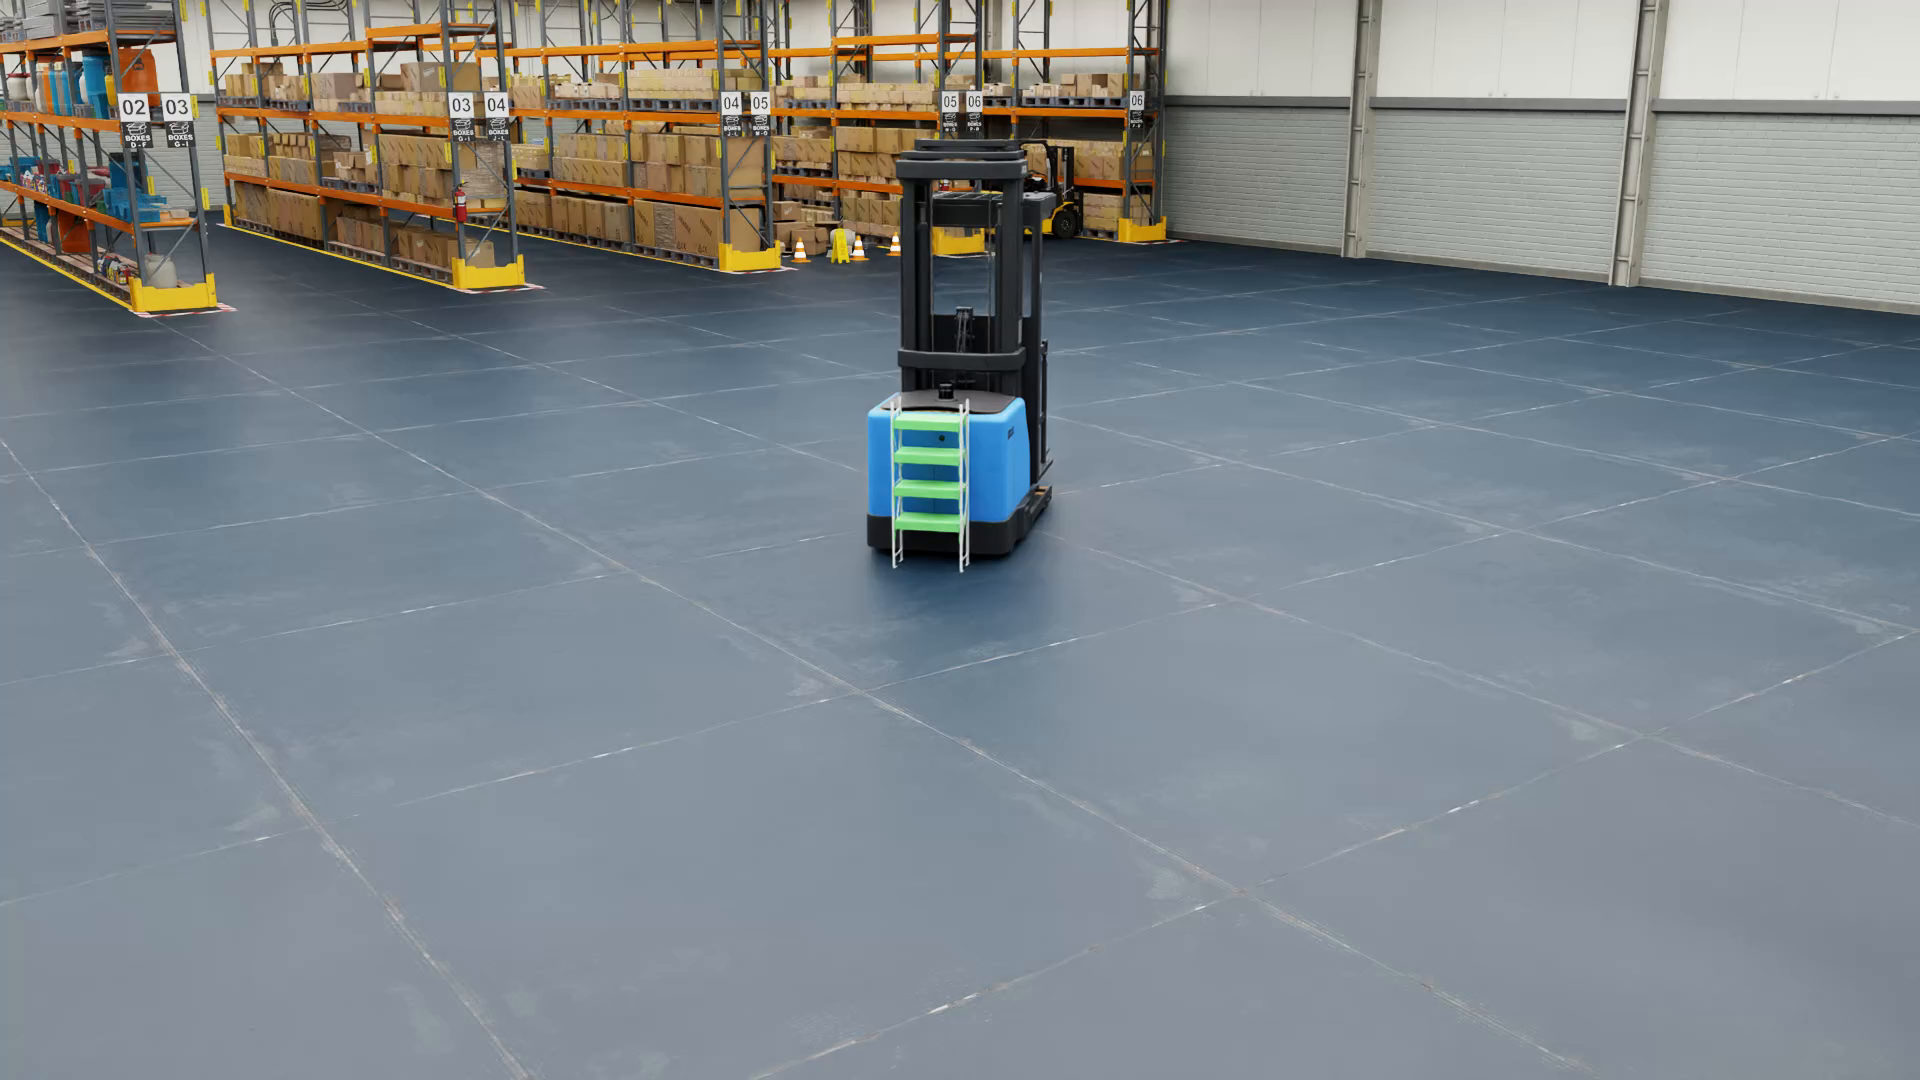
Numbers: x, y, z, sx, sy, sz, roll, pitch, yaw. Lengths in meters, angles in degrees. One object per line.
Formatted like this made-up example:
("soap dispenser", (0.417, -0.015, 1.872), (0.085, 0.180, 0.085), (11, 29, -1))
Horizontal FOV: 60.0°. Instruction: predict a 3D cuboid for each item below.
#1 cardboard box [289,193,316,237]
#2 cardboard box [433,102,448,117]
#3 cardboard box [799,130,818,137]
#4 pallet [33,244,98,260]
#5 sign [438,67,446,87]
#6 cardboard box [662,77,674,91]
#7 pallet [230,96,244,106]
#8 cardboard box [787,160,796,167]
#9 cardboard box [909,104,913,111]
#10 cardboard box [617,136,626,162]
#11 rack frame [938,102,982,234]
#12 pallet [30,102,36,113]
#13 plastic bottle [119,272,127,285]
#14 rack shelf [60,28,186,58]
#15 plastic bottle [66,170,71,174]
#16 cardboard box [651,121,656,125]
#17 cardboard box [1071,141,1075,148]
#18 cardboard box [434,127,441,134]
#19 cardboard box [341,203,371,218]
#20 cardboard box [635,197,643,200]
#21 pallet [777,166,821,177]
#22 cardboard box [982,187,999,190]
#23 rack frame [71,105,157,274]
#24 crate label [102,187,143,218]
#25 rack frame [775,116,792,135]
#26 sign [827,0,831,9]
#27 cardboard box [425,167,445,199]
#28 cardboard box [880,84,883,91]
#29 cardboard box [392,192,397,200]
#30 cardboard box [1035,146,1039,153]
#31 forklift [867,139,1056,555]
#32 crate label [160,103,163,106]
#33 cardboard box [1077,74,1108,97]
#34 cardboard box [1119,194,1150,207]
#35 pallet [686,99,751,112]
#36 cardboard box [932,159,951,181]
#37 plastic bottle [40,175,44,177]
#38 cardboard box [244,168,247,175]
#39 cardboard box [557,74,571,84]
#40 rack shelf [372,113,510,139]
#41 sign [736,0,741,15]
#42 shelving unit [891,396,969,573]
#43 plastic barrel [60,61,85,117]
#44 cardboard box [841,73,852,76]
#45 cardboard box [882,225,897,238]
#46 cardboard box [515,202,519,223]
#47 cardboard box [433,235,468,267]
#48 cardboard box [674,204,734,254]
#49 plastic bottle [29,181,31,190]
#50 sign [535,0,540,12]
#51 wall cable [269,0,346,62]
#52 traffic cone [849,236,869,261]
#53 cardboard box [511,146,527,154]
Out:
("cardboard box", (-13.622, -7.011, 35.737), (1.225, 0.875, 0.875), (-11, 19, -34))
("cardboard box", (-8.501, -7.220, 27.877), (0.500, 0.250, 0.500), (-10, 18, -33))
("cardboard box", (-3.509, -9.430, 38.573), (0.380, 0.149, 0.250), (-12, 19, -37))
("pallet", (-17.932, -5.799, 33.364), (1.003, 0.211, 1.213), (-11, 19, -35))
("sign", (-8.472, -7.574, 27.209), (0.100, 0.325, 0.005), (-11, 19, -35))
("cardboard box", (-5.338, -8.683, 31.671), (0.500, 0.250, 0.500), (-11, 19, -34))
("pallet", (-16.253, -10.185, 38.594), (1.003, 0.211, 1.213), (-11, 19, -35))
("cardboard box", (-3.748, -8.659, 38.213), (0.380, 0.149, 0.250), (-10, 18, -33))
("cardboard box", (-0.828, -8.853, 34.035), (0.380, 0.149, 0.250), (-11, 19, -34))
("cardboard box", (-6.589, -8.020, 34.114), (0.700, 0.500, 0.500), (-11, 19, -35))
("rack frame", (0.004, -7.321, 33.641), (1.000, 3.000, 0.127), (-11, 19, -35))
("pallet", (-17.092, -8.256, 31.735), (1.003, 0.211, 1.213), (-11, 19, -35))
("plastic bottle", (-13.452, -4.200, 26.708), (0.097, 0.201, 0.097), (0, 15, 0))
("rack shelf", (-13.194, -7.794, 26.128), (1.077, 0.370, 4.000), (-11, 19, -35))
("plastic bottle", (-18.160, -7.367, 33.905), (0.144, 0.351, 0.185), (-11, 19, -35))
("cardboard box", (-7.859, -10.922, 43.487), (0.380, 0.149, 0.250), (-11, 19, -35))
("cardboard box", (2.729, -8.967, 37.674), (0.380, 0.149, 0.250), (-11, 19, -34))
("cardboard box", (-12.997, -10.377, 42.163), (0.500, 0.500, 0.500), (-10, 18, -33))
("cardboard box", (-12.297, -6.720, 33.930), (0.500, 0.250, 0.500), (-10, 18, -32))
("cardboard box", (-8.389, -9.384, 45.239), (0.875, 0.438, 0.875), (-10, 18, -33))
("pallet", (-3.502, -8.520, 38.387), (1.003, 0.211, 1.213), (-11, 19, -35))
("cardboard box", (0.456, -8.440, 41.434), (0.875, 0.625, 0.625), (-12, 19, -37))
("rack frame", (-14.370, -5.868, 28.333), (1.000, 3.000, 0.127), (-11, 19, -35))
("crate label", (-13.319, -5.382, 26.490), (0.502, 0.435, 0.616), (-11, 19, -35))
("rack frame", (-5.390, -11.508, 48.942), (1.000, 3.000, 0.127), (-11, 19, -35))
("sign", (-2.793, -11.508, 35.506), (0.100, 0.325, 0.005), (-11, 19, -35))
("cardboard box", (-8.704, -6.184, 28.735), (0.875, 0.500, 0.500), (-11, 19, -35))
("cardboard box", (-1.445, -9.448, 34.697), (0.380, 0.149, 0.250), (-10, 18, -33))
("cardboard box", (-10.175, -6.318, 30.455), (0.380, 0.149, 0.250), (-11, 19, -35))
("cardboard box", (1.969, -9.092, 38.694), (0.380, 0.149, 0.250), (-11, 19, -35))
("forklift", (0.136, -1.653, 13.062), (1.130, 2.935, 3.031), (3, 16, 12))
("crate label", (-12.851, -6.840, 26.483), (0.502, 0.251, 0.408), (-11, 19, -35))
("cardboard box", (3.038, -10.129, 37.044), (0.700, 0.500, 0.500), (-11, 19, -34))
("cardboard box", (3.888, -7.582, 37.117), (0.500, 0.250, 0.500), (-11, 19, -35))
("pallet", (-4.385, -8.092, 30.943), (1.003, 0.211, 1.213), (-11, 19, -35))
("cardboard box", (-0.538, -7.585, 33.856), (0.500, 0.500, 0.500), (-11, 19, -36))
("plastic bottle", (-18.442, -7.184, 33.377), (0.152, 0.276, 0.135), (-11, 19, -35))
("cardboard box", (-16.416, -8.567, 38.670), (0.380, 0.149, 0.250), (-10, 18, -34))
("cardboard box", (-8.962, -10.342, 37.360), (0.396, 0.266, 0.258), (-11, 19, -35))
("rack shelf", (-9.188, -7.309, 29.280), (1.077, 0.370, 4.000), (-11, 19, -35))
("sign", (-5.146, -12.362, 38.629), (0.100, 0.325, 0.005), (-11, 19, -35))
("shelving unit", (-0.208, -0.388, 11.720), (0.503, 1.200, 0.258), (3, 16, 12))
("plastic barrel", (-14.845, -7.631, 28.144), (0.600, 0.901, 0.708), (-11, 19, -35))
("cardboard box", (-3.144, -12.455, 44.863), (0.396, 0.266, 0.258), (-11, 19, -35))
("cardboard box", (-1.299, -6.550, 35.240), (0.500, 0.250, 0.500), (-12, 19, -37))
("cardboard box", (-10.145, -7.669, 38.852), (0.500, 0.500, 0.500), (-10, 18, -34))
("cardboard box", (-9.097, -5.174, 29.738), (0.500, 0.500, 0.500), (-9, 18, -29))
("cardboard box", (-4.911, -6.031, 32.157), (0.875, 0.875, 0.875), (-11, 19, -35))
("plastic bottle", (-18.519, -7.095, 33.195), (0.097, 0.201, 0.097), (0, 15, 0))
("sign", (-9.077, -11.535, 35.755), (0.100, 0.325, 0.005), (-11, 19, -35))
("wall cable", (-17.956, -15.387, 45.653), (2.277, 5.999, 0.120), (-11, 19, -35))
("traffic cone", (-1.990, -5.744, 32.685), (0.336, 0.463, 0.334), (-11, 19, -35))
("cardboard box", (-10.062, -8.917, 38.028), (0.380, 0.149, 0.250), (-10, 18, -32))
